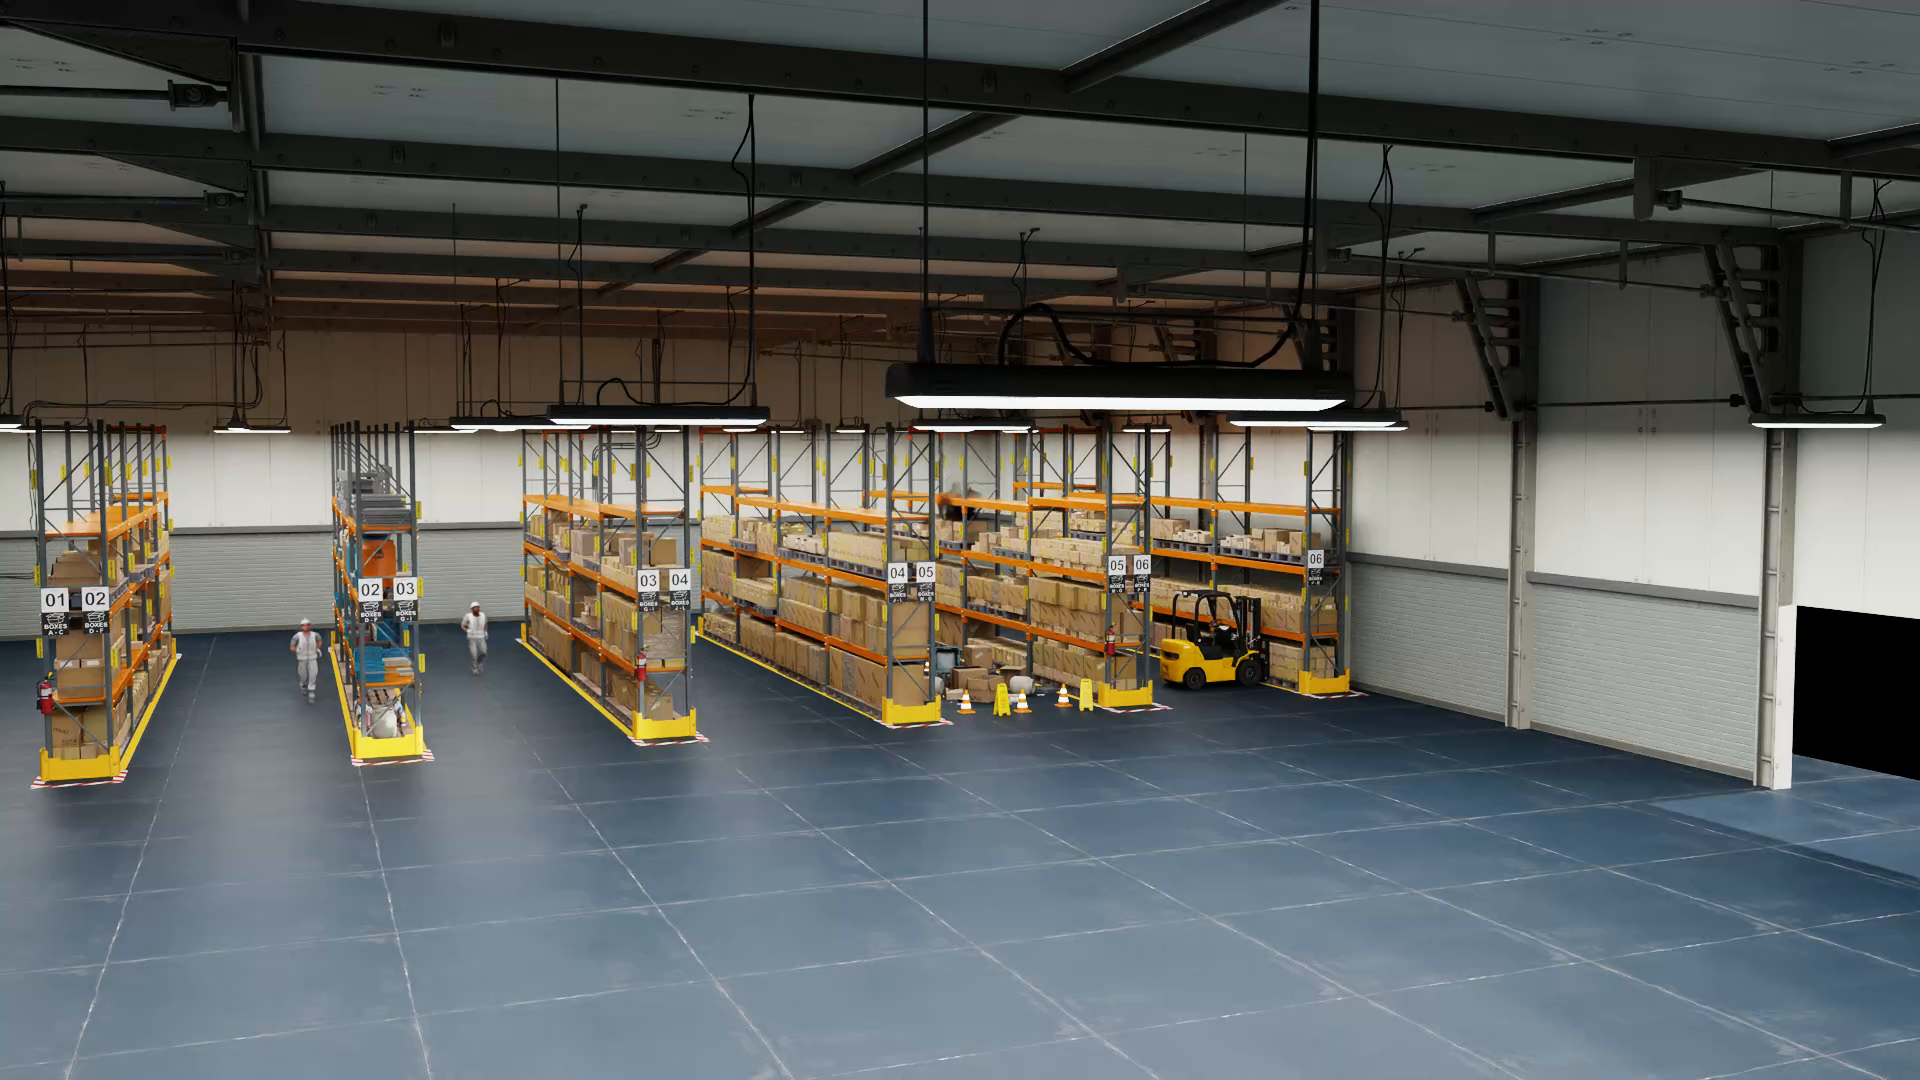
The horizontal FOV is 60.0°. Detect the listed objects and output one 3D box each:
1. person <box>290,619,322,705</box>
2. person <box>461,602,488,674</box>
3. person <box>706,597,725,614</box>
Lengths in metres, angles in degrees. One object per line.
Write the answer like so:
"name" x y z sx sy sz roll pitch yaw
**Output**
"person" -14.023 2.589 35.716 0.655 1.793 0.985 -2 4 -28
"person" -11.596 2.352 39.870 0.683 1.740 0.587 -2 4 -32
"person" -7.223 1.833 49.411 0.623 1.608 0.617 -2 4 -32
